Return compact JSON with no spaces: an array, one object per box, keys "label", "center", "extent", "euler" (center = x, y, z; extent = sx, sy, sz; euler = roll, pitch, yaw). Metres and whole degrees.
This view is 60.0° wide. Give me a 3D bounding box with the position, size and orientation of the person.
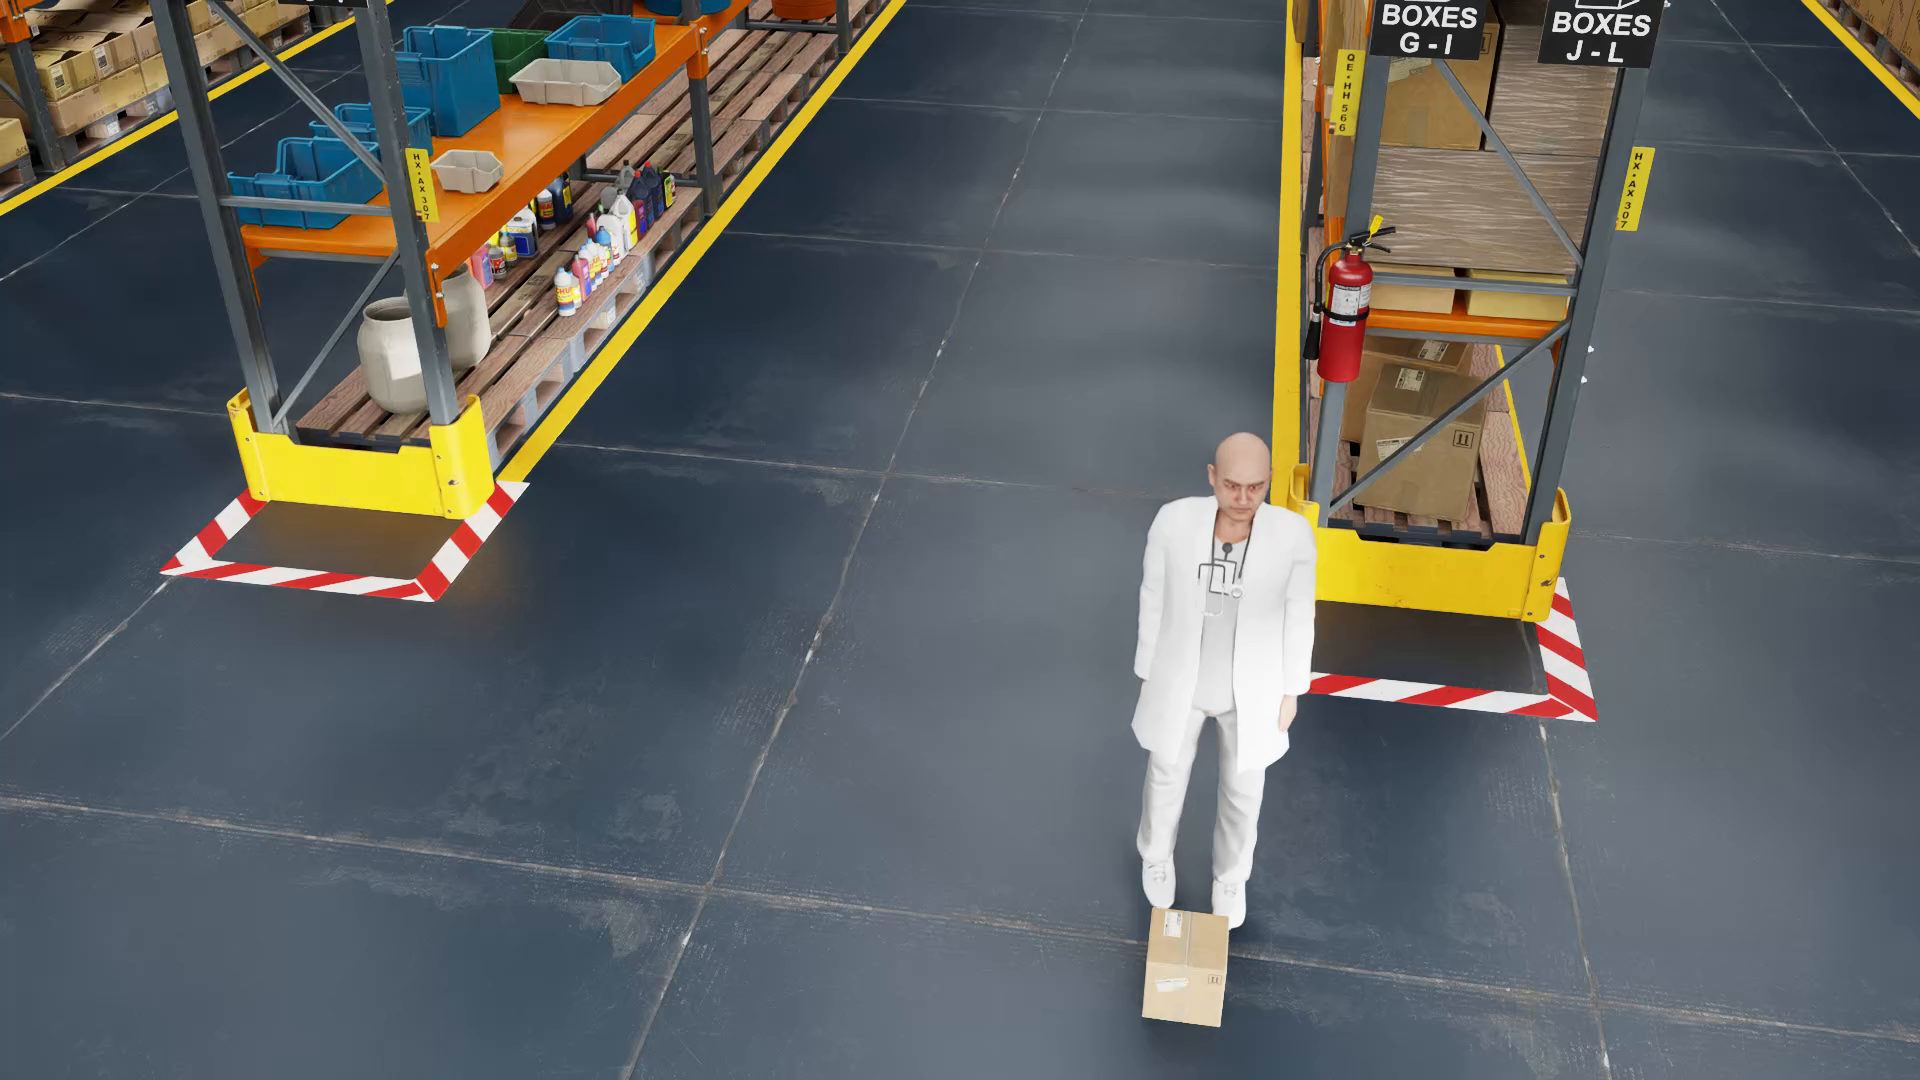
[{"label":"person","center":[0.845,0.484,5.408],"extent":[0.566,1.810,0.442],"euler":[6,32,10]}]
